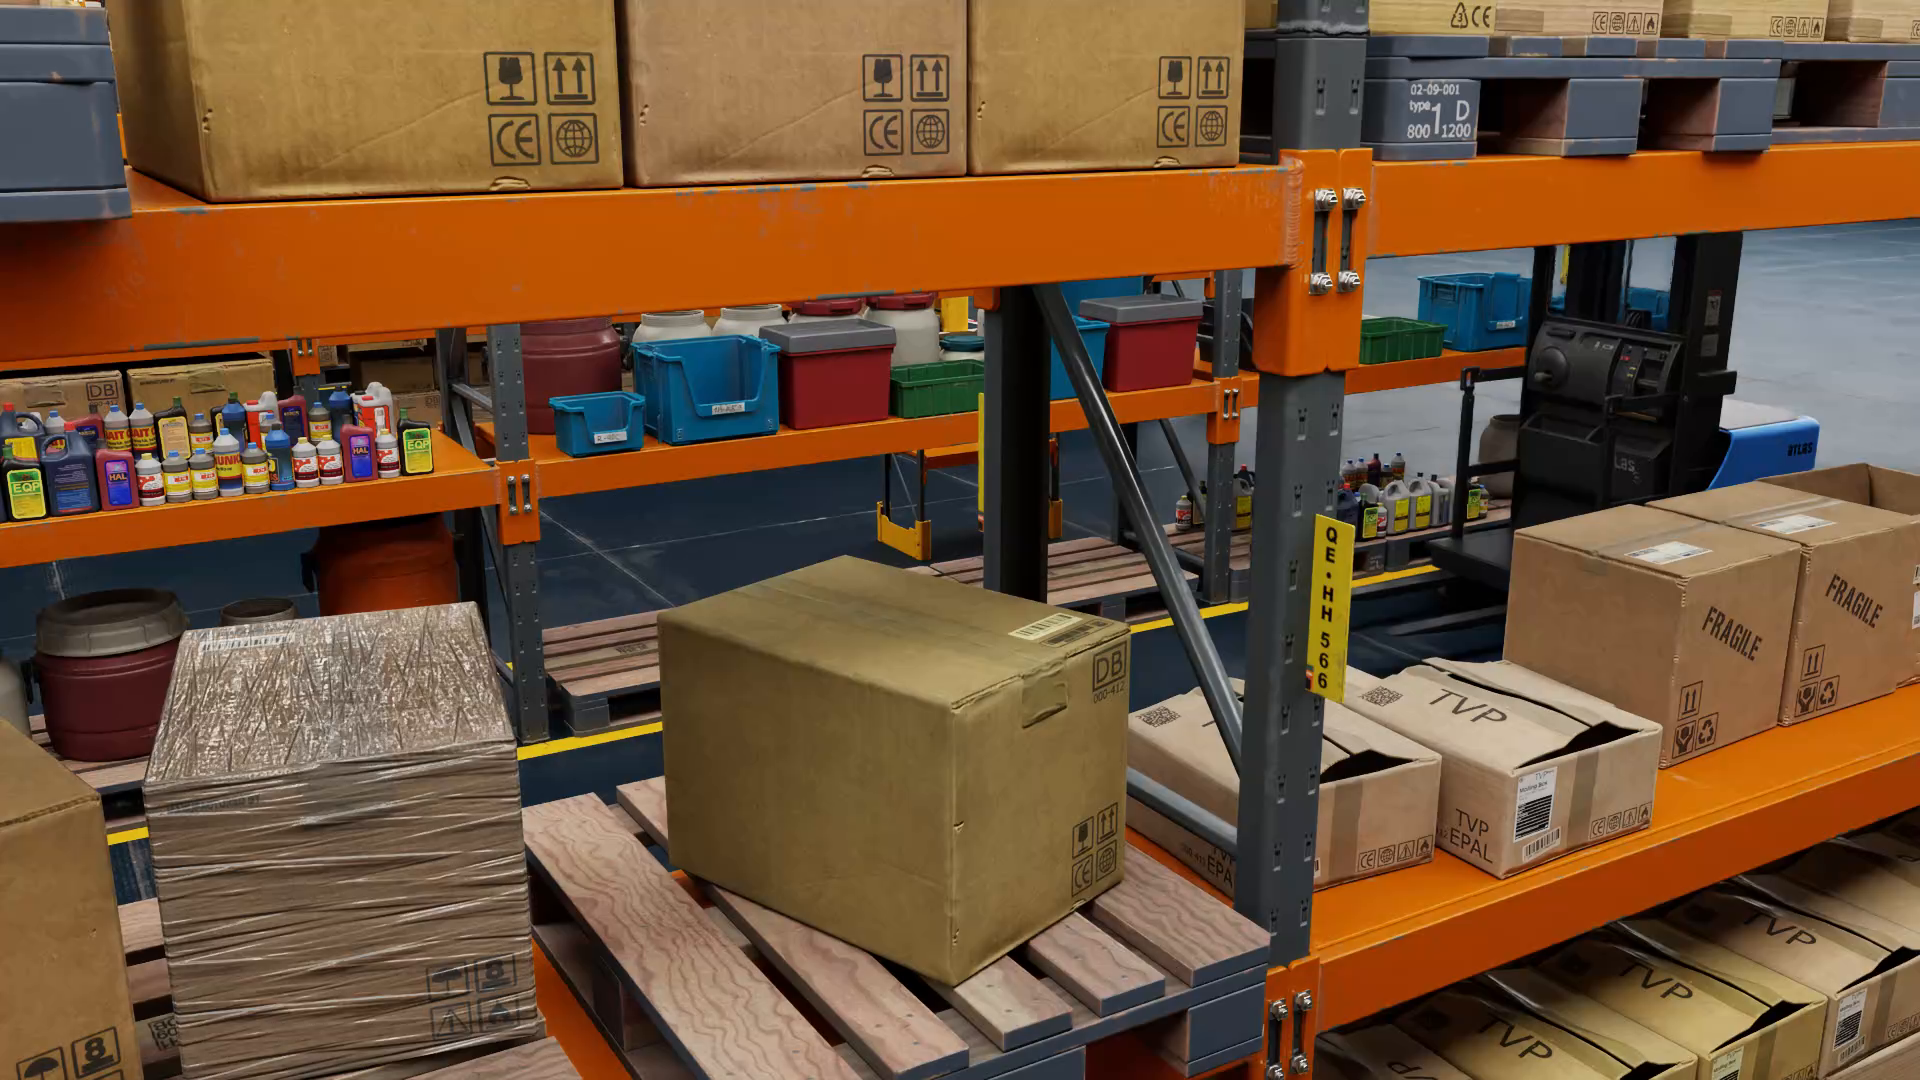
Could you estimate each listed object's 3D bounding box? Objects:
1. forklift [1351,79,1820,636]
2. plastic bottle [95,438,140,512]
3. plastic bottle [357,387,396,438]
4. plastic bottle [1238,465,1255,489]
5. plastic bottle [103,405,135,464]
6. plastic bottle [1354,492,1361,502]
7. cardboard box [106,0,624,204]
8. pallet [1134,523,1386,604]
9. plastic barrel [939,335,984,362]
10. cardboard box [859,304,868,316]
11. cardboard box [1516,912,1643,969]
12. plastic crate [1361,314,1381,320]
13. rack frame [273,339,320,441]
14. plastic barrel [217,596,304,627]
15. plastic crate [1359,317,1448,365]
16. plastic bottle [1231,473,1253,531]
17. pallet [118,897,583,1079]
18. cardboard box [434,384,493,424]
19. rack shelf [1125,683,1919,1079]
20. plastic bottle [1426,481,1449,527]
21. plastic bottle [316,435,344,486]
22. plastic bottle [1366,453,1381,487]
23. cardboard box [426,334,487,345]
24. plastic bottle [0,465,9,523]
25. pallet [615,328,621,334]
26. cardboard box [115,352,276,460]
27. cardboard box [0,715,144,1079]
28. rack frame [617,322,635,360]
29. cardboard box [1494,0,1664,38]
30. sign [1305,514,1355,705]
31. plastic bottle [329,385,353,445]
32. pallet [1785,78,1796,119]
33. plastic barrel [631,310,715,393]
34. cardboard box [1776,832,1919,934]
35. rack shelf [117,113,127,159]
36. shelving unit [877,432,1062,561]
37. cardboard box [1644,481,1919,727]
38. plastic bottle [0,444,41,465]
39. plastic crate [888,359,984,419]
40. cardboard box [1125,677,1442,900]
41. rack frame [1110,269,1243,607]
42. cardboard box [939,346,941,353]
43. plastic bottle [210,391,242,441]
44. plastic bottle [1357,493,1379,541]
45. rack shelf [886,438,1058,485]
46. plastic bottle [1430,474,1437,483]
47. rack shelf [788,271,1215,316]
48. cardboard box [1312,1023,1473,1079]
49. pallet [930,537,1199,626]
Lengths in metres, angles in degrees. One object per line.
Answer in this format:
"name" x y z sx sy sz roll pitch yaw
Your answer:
"forklift" 3.339 -0.991 9.016 3.031 2.935 1.130 -8 18 -27
"plastic bottle" -3.295 -0.260 6.495 0.133 0.283 0.061 -9 18 -30
"plastic bottle" -2.648 -0.549 7.542 0.135 0.276 0.152 -9 18 -30
"plastic bottle" 1.808 -0.305 10.533 0.185 0.351 0.144 -10 19 -32
"plastic bottle" -3.632 -0.444 7.175 0.097 0.271 0.097 0 16 0
"plastic bottle" 2.414 -0.155 10.147 0.097 0.271 0.097 0 16 0
"cardboard box" -0.880 -0.764 2.336 0.500 0.500 0.910 -9 18 -30
"pallet" 1.837 0.073 10.258 1.213 0.211 1.003 -9 18 -30
"plastic barrel" 0.027 -0.971 9.072 0.301 0.262 0.301 0 16 0
"cardboard box" -1.650 -2.996 19.199 0.875 0.875 0.875 -10 18 -31
"cardboard box" 1.558 1.095 4.722 0.500 0.311 0.500 -9 18 -30
"plastic crate" 2.502 -1.343 10.633 0.437 0.136 0.530 -9 18 -30
"rack frame" -4.739 -1.776 11.687 0.127 3.000 1.000 -9 18 -30
"plastic barrel" -3.037 0.537 7.268 0.421 0.512 0.421 0 16 0
"plastic crate" 2.549 -1.207 10.051 0.662 0.188 0.450 -9 18 -30
"plastic bottle" 1.718 -0.245 10.319 0.185 0.351 0.144 -9 18 -30
"pallet" -1.305 0.881 2.567 1.213 0.211 1.003 -9 18 -30
"cardboard box" -3.706 -0.962 12.599 0.500 0.500 0.700 -11 19 -34
"rack shelf" 2.074 0.585 4.598 4.000 0.370 1.077 -9 18 -30
"plastic bottle" 2.971 -0.237 10.431 0.135 0.276 0.152 -10 18 -31
"plastic bottle" -2.622 -0.335 6.917 0.097 0.201 0.097 0 16 0
"plastic bottle" 2.751 -0.439 11.134 0.133 0.283 0.061 -9 18 -29
"cardboard box" -5.093 -2.372 17.204 0.750 0.750 1.050 -9 18 -30
"plastic bottle" -3.726 -0.235 6.284 0.185 0.351 0.144 -9 18 -30
"pallet" -3.086 -2.238 18.504 1.213 0.211 1.003 -9 18 -30
"cardboard box" -5.342 -0.864 11.592 0.875 0.875 1.225 -10 19 -32
"cardboard box" -1.587 0.563 2.382 0.700 0.500 0.500 15 21 42
"rack frame" -3.778 -3.493 17.815 0.127 3.000 1.000 -9 18 -30
"cardboard box" 1.159 -1.211 3.614 0.500 0.250 0.500 -9 18 -28
"sign" 0.647 0.122 2.920 0.005 0.325 0.100 -9 18 -30
"plastic bottle" -2.839 -0.573 7.634 0.097 0.271 0.097 0 16 0
"pallet" 3.039 -1.266 4.665 1.217 0.209 0.805 -10 19 -32
"plastic barrel" -1.417 -0.876 8.270 0.421 0.512 0.421 0 16 0
"cardboard box" 2.717 1.078 4.785 0.500 0.311 0.500 -9 18 -30
"rack shelf" -3.903 -1.450 6.300 4.000 0.370 1.077 -9 18 -30
"shelving unit" 0.065 -0.733 10.745 1.083 1.500 0.587 -9 18 -30
"cardboard box" 2.240 0.158 4.602 0.500 0.500 0.500 -9 18 -30
"plastic bottle" -3.599 -0.230 6.388 0.133 0.283 0.061 -9 18 -30
"plastic crate" -0.107 -0.776 8.515 0.662 0.188 0.450 -9 18 -30
"cardboard box" 0.693 0.519 3.665 0.500 0.311 0.500 -8 18 -26
"rack frame" 1.240 -1.186 9.583 0.127 3.000 1.000 -9 18 -30
"cardboard box" -0.460 -1.458 14.407 0.500 0.500 0.500 -3 16 -12
"plastic bottle" -3.261 -0.516 7.409 0.133 0.283 0.061 -9 18 -30
"plastic bottle" 2.471 -0.145 10.089 0.133 0.283 0.061 -8 18 -27
"rack shelf" 0.073 -0.561 10.798 1.000 0.185 0.538 -9 18 -30
"plastic bottle" 3.035 -0.285 10.586 0.133 0.283 0.061 -9 18 -30
"rack shelf" 0.404 -2.263 14.760 4.000 0.370 1.077 -9 18 -30
"cardboard box" 0.959 1.364 3.765 0.500 0.311 0.500 -9 18 -28
"pallet" 0.587 0.275 9.538 1.213 0.211 1.003 -9 18 -30
